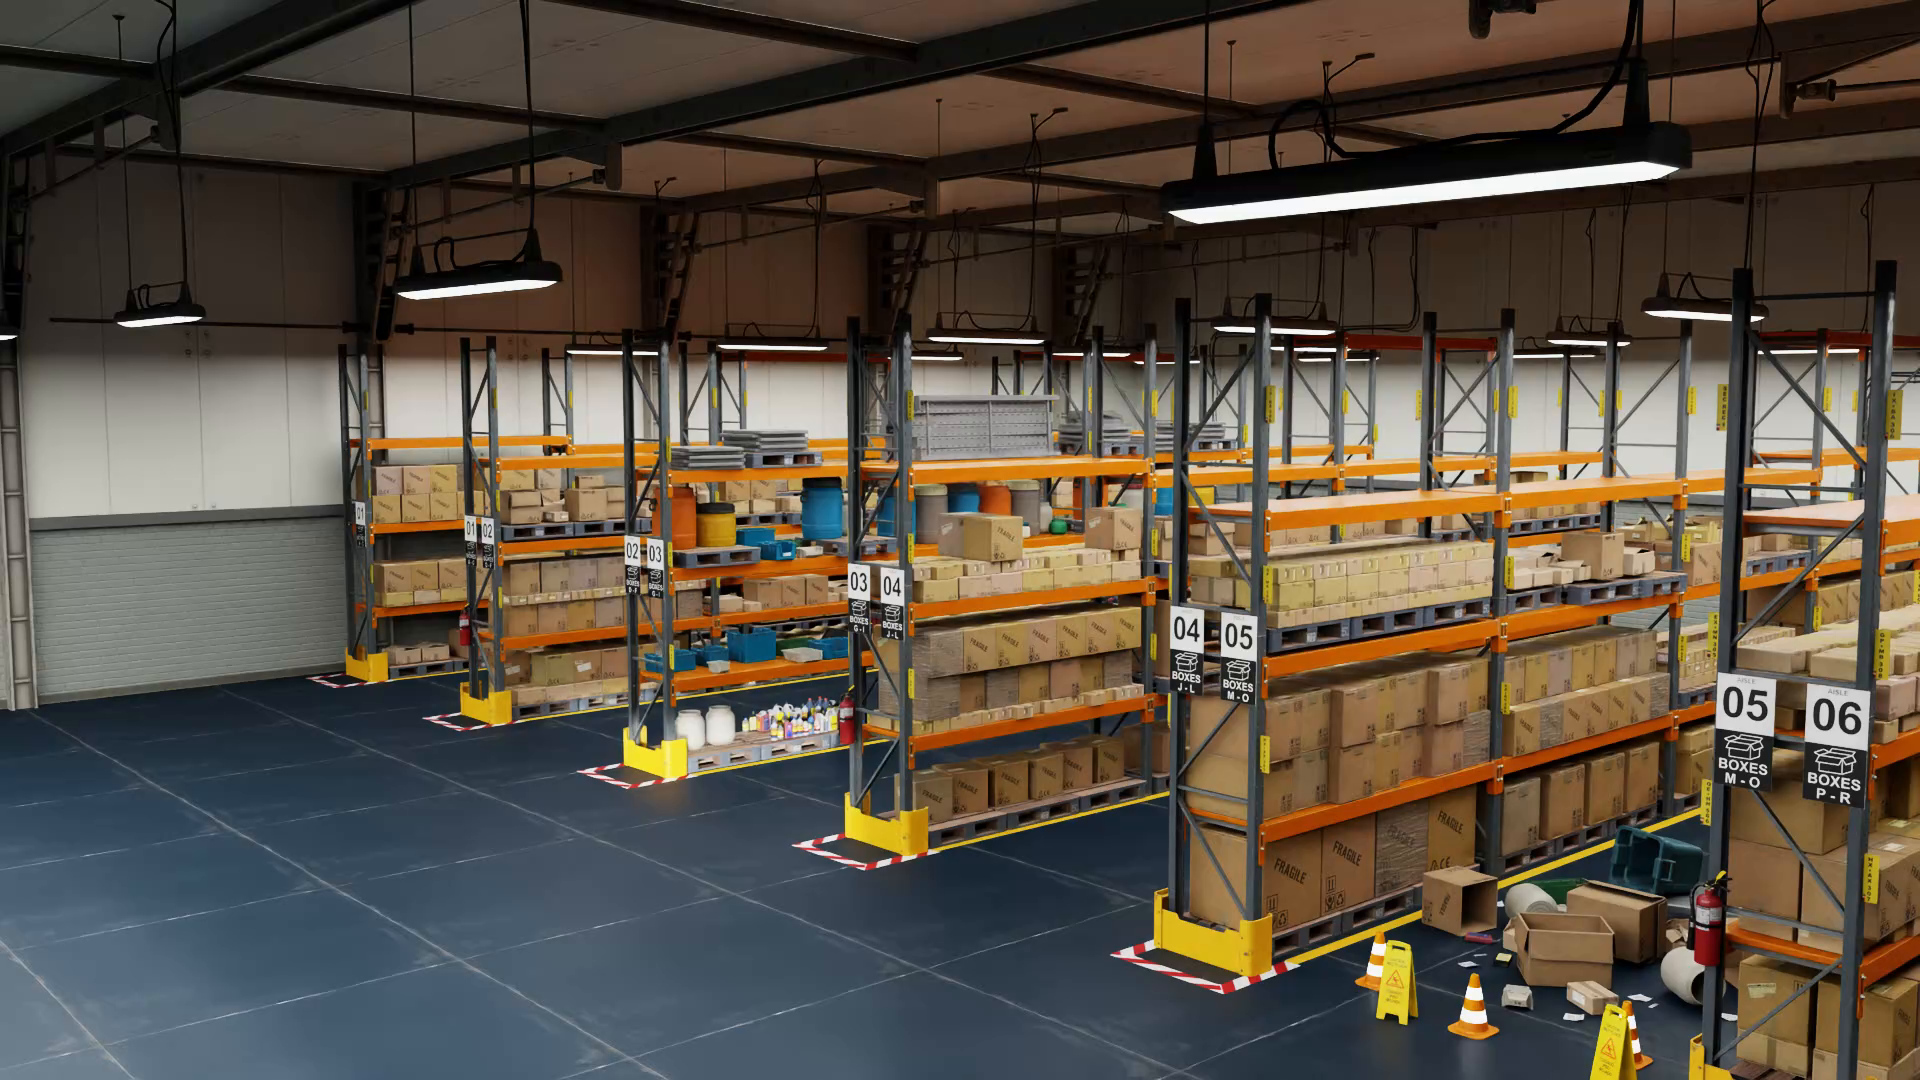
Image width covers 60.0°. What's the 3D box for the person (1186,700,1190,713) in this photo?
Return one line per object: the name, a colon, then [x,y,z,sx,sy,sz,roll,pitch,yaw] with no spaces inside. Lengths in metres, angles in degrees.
person: [3.526,2.104,25.405,0.696,1.585,0.610,-3,6,-33]
